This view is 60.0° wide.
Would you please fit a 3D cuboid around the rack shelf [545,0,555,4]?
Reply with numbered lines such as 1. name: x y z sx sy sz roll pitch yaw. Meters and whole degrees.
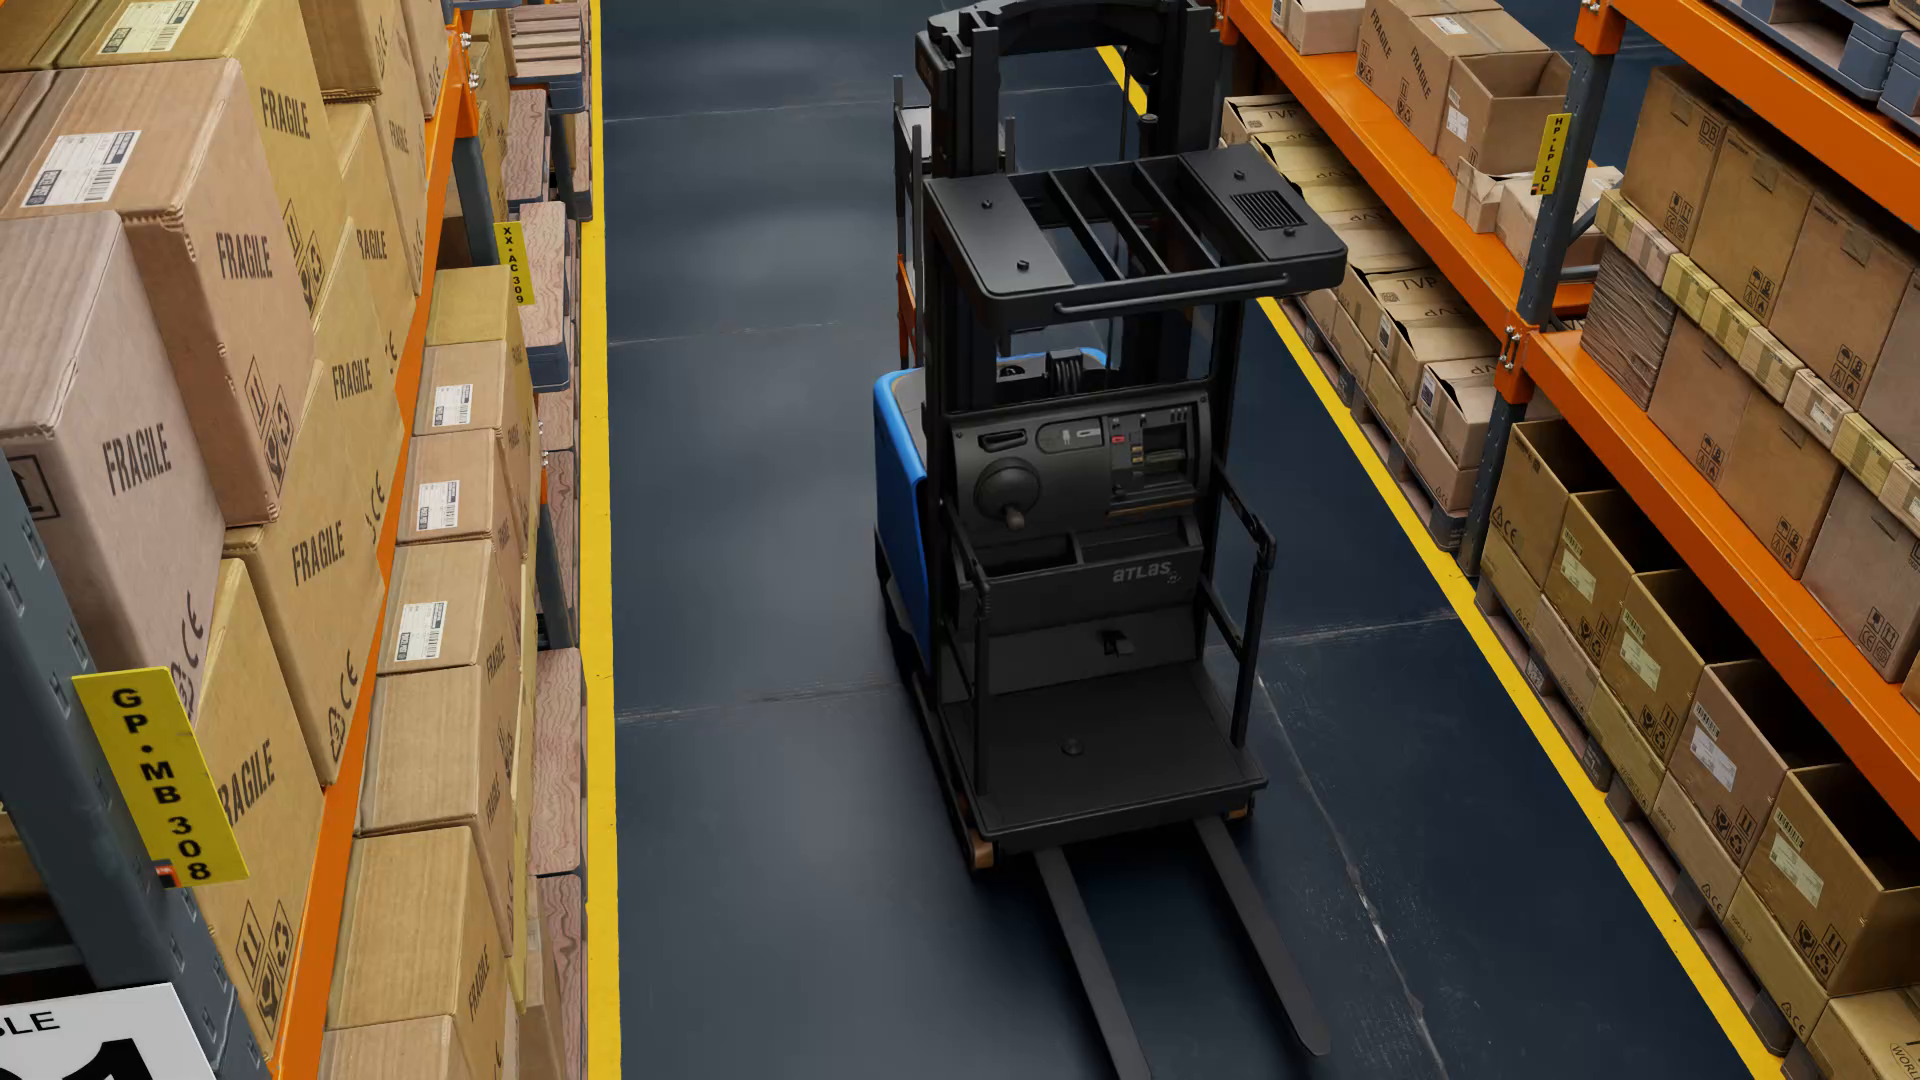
1. rack shelf: -3.154 -3.903 10.915 1.077 0.370 4.000 -6 38 -8

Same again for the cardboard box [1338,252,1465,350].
1. cardboard box: 2.239 -1.229 8.328 0.500 0.311 0.500 -6 38 -8

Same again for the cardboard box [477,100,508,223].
1. cardboard box: -2.249 -1.426 6.700 0.700 0.500 0.500 -3 38 -3

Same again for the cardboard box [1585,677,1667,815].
1. cardboard box: 2.722 0.740 6.252 0.500 0.250 0.500 -6 38 -8

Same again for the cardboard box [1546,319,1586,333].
1. cardboard box: 2.865 -0.979 8.007 0.500 0.311 0.500 -7 38 -8

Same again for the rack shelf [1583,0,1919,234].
1. rack shelf: 3.125 -0.791 4.464 1.077 0.370 4.000 -6 38 -8

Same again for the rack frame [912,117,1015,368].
1. rack frame: 0.014 -0.782 7.045 0.400 2.100 0.015 -6 38 -8

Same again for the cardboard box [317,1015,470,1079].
1. cardboard box: -1.189 1.287 3.143 0.500 0.500 0.500 -6 38 -8

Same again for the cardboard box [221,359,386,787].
1. cardboard box: -1.272 0.064 2.680 0.500 0.500 0.500 -4 38 -5

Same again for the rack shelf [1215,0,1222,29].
1. rack shelf: 1.722 -4.438 11.604 1.077 0.370 4.000 -6 38 -8

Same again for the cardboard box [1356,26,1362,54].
1. cardboard box: 2.352 -2.651 8.922 0.380 0.149 0.250 -4 38 -5

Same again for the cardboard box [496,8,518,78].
1. cardboard box: -2.586 -2.575 8.179 0.700 0.500 0.500 -10 39 -12

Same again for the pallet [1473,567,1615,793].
1. pallet: 2.872 0.488 6.950 1.003 0.211 1.213 -6 38 -8

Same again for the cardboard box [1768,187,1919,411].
1. cardboard box: 3.035 -0.775 5.164 0.700 0.500 0.500 -6 38 -8

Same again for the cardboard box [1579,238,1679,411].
1. cardboard box: 2.858 -0.870 6.344 0.700 0.500 0.500 -7 38 -9

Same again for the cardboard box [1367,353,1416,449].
1. cardboard box: 2.329 -0.703 8.109 0.500 0.250 0.500 -7 38 -9

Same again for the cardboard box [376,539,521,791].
1. cardboard box: -1.452 0.365 4.330 0.500 0.500 0.500 -5 38 -7

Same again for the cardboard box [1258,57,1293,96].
1. cardboard box: 2.275 -3.006 10.854 0.500 0.500 0.500 -5 38 -6

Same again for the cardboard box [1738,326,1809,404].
1. cardboard box: 2.811 -0.594 5.459 0.380 0.149 0.250 -7 38 -9

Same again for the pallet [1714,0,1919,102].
1. pallet: 2.949 -1.735 5.166 1.003 0.211 1.213 -6 38 -8

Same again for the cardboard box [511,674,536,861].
1. cardboard box: -1.449 0.649 4.575 0.500 0.250 0.500 -6 38 -8

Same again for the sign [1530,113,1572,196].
1. sign: 2.242 -1.460 6.305 0.100 0.325 0.005 -6 38 -8

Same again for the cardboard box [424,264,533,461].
1. cardboard box: -1.715 -0.556 5.515 0.500 0.500 0.500 -6 38 -8

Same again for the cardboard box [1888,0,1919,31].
1. cardboard box: 2.939 -1.536 4.297 0.797 0.503 0.637 -2 38 -3

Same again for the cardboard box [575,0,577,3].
1. cardboard box: -3.263 -4.333 12.293 0.750 0.750 0.750 -6 38 -7

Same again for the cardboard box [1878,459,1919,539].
1. cardboard box: 2.947 -0.125 4.855 0.380 0.149 0.250 -7 38 -9

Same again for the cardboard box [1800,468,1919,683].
1. cardboard box: 3.132 0.060 5.146 0.700 0.500 0.500 -5 38 -7

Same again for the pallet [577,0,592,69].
1. pallet: -3.295 -3.836 12.516 1.003 0.211 1.213 -6 38 -8

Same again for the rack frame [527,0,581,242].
1. rack frame: -2.803 -2.979 9.140 1.000 3.000 0.127 -6 38 -8

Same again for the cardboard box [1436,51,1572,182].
1. cardboard box: 2.563 -1.921 7.697 0.500 0.500 0.500 -4 38 -5

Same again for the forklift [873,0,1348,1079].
1. forklift: 0.485 -0.201 5.619 1.130 2.935 3.031 -9 39 -11

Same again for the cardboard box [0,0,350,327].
1. cardboard box: -1.368 -0.649 2.783 0.500 0.500 0.500 -5 38 -7

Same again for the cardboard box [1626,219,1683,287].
1. cardboard box: 2.675 -1.059 6.058 0.380 0.149 0.250 -6 38 -7

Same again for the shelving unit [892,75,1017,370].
1. shelving unit: -0.029 -0.929 7.235 0.431 2.100 0.503 -6 38 -8

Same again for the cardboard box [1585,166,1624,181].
1. cardboard box: 2.820 -1.556 7.513 0.380 0.149 0.250 -6 38 -8

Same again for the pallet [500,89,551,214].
1. pallet: -2.416 -1.712 7.665 1.003 0.211 1.213 -6 38 -8

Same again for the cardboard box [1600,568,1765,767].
1. cardboard box: 2.723 0.444 6.022 0.500 0.500 0.500 -6 38 -8

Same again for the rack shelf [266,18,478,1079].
1. rack shelf: -1.751 -0.256 3.775 1.077 0.370 4.000 -6 38 -8

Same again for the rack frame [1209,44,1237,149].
1. rack frame: 2.073 -3.514 9.828 1.000 3.000 0.127 -6 38 -8

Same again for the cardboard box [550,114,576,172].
1. cardboard box: -2.803 -2.754 10.260 0.750 0.750 0.750 -7 38 -9

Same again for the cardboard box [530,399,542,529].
1. cardboard box: -1.721 -0.258 5.743 0.500 0.250 0.500 -6 38 -8

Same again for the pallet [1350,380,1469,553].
1. pallet: 2.607 -0.438 8.141 1.003 0.211 1.213 -6 38 -8

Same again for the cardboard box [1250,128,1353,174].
1. cardboard box: 1.976 -2.151 9.516 0.500 0.311 0.500 -7 38 -9

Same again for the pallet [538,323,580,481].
1. pallet: -2.457 -0.670 8.441 1.003 0.211 1.213 -6 38 -8

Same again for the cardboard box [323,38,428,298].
1. cardboard box: -1.560 -0.879 3.894 0.500 0.500 0.500 -8 38 -10

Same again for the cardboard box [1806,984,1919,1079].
1. cardboard box: 2.991 1.645 5.086 0.500 0.250 0.500 -6 38 -8
